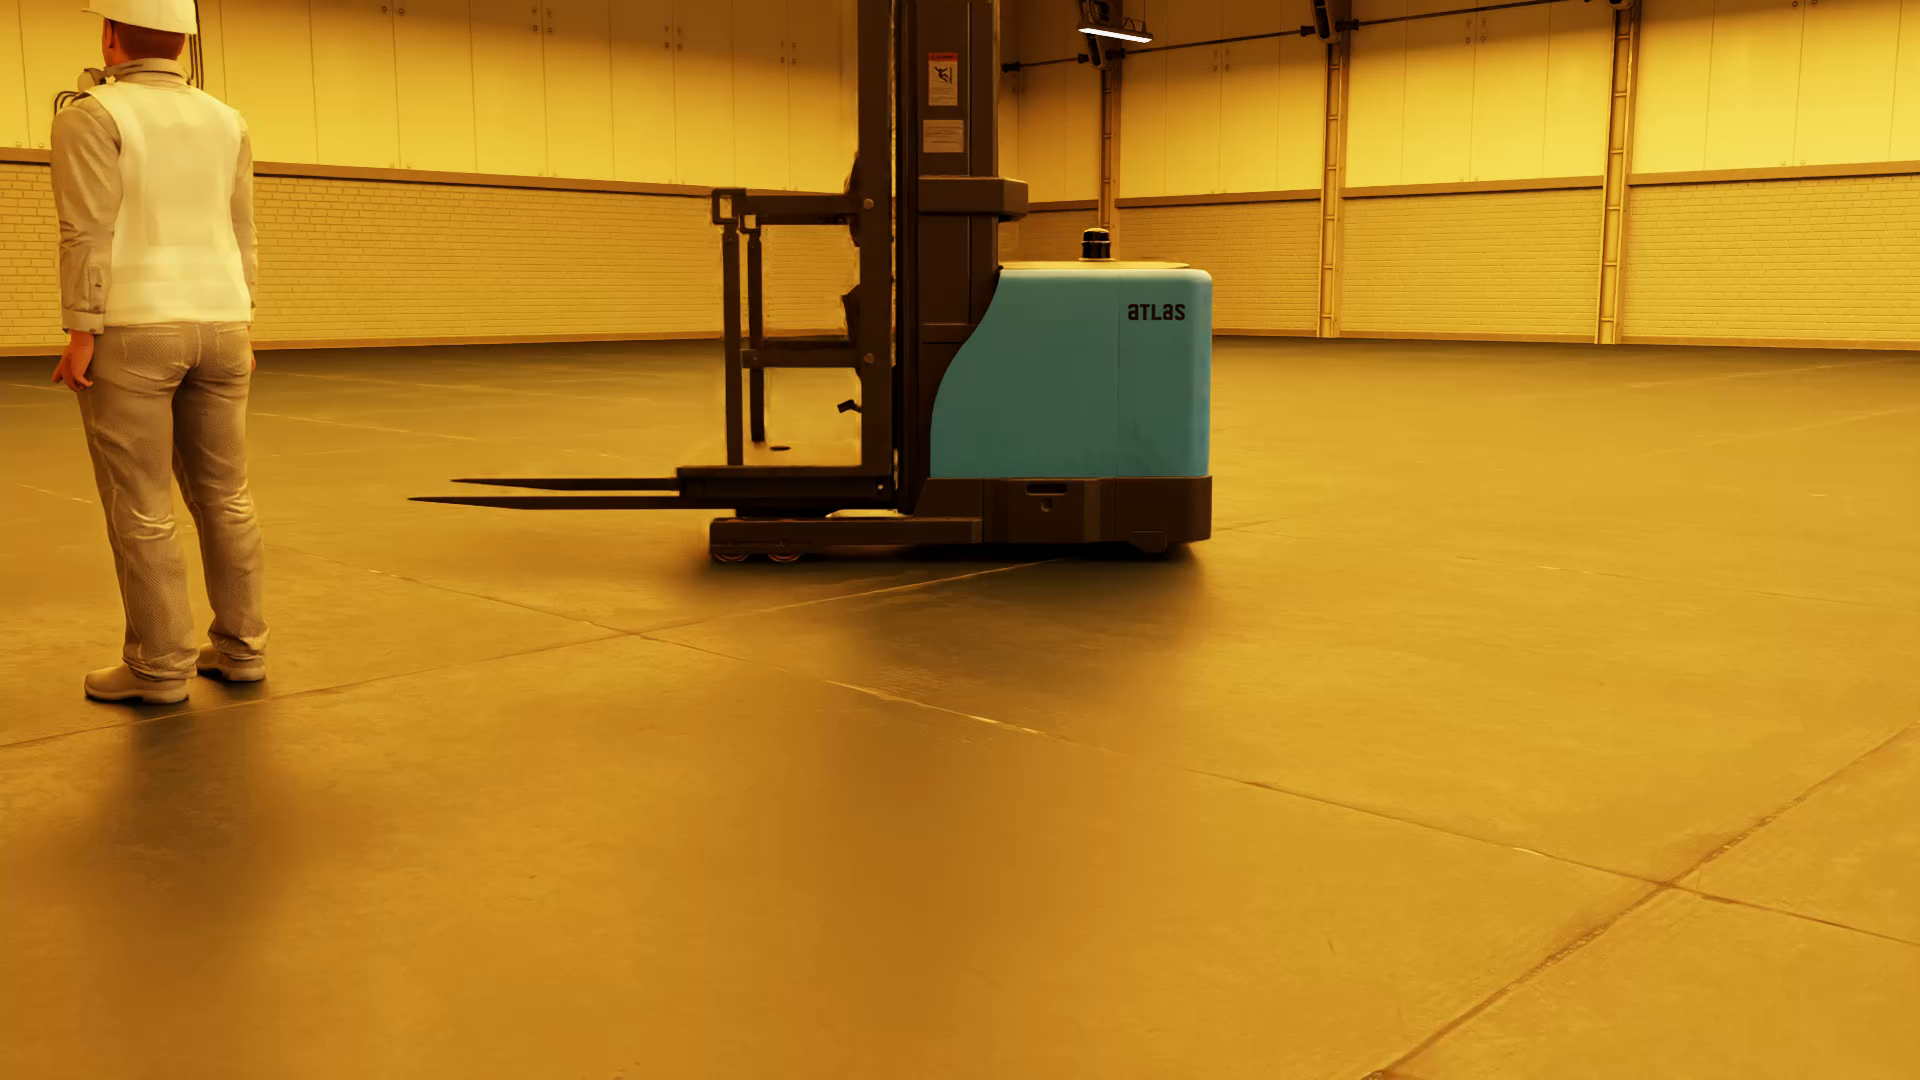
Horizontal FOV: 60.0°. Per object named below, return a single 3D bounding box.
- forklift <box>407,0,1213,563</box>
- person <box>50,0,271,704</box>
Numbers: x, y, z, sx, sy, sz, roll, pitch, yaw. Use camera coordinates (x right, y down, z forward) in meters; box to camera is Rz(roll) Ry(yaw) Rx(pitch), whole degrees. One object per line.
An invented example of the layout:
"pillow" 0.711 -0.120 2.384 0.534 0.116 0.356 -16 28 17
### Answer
"forklift" -0.581 -1.443 6.458 3.031 2.935 1.130 0 9 -2
"person" -1.979 -0.501 4.093 0.362 1.776 0.528 5 10 28
